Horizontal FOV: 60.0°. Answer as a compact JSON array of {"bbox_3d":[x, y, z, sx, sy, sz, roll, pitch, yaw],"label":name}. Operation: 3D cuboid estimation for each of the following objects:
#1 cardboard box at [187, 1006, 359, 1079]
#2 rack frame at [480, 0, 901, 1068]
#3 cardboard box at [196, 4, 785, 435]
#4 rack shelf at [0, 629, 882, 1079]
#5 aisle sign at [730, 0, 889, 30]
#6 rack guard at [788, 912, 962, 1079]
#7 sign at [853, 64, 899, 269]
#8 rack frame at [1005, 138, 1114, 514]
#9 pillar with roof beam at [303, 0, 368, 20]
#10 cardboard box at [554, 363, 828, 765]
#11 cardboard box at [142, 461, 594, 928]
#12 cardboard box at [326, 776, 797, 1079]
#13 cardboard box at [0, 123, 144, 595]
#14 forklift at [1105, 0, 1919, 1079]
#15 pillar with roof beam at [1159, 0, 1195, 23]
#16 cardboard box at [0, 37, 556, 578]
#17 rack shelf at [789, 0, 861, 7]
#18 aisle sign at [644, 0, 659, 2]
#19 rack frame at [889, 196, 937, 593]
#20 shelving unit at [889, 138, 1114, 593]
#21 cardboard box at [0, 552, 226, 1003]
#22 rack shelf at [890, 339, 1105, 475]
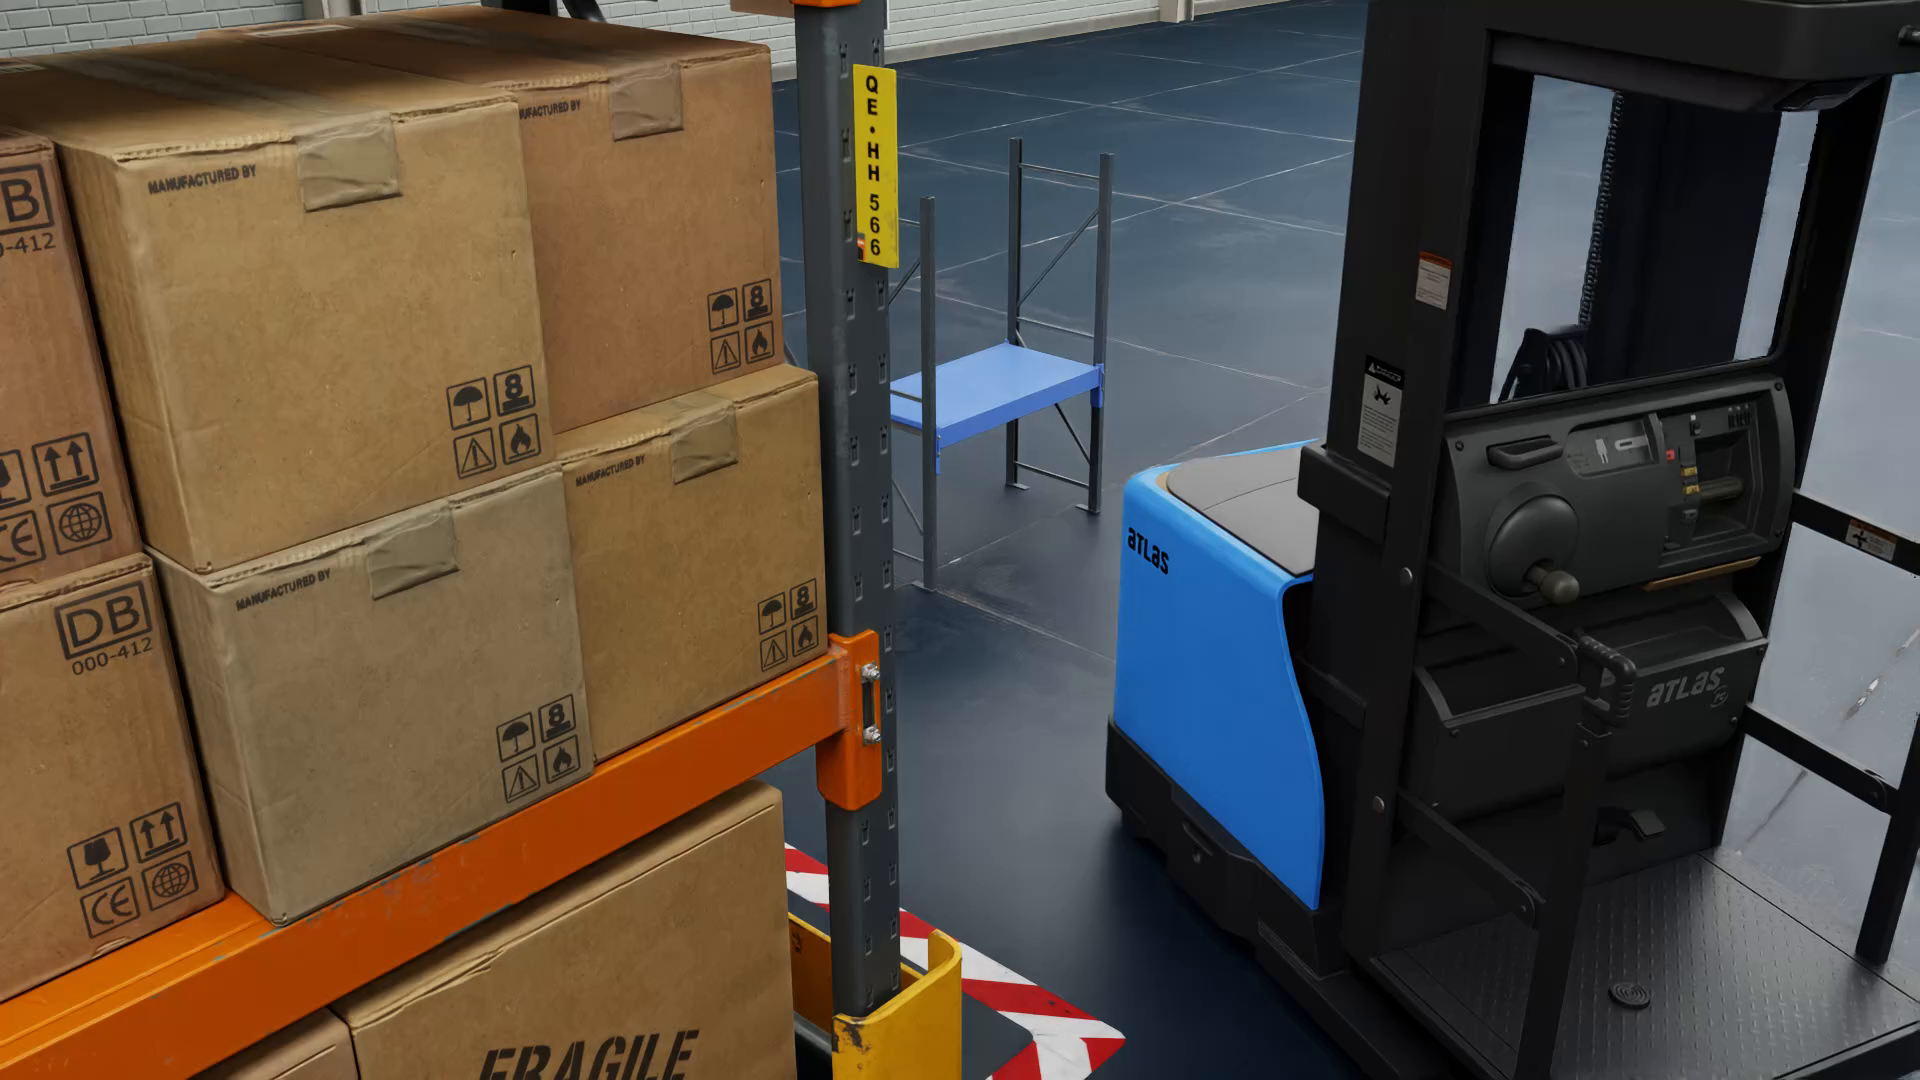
[{"bbox_3d":[-1.525,1.139,2.626,0.875,0.875,0.875,20,31,37],"label":"cardboard box"},{"bbox_3d":[-0.536,-0.132,3.378,1.000,3.000,0.127,20,31,38],"label":"rack frame"},{"bbox_3d":[-0.812,-0.591,2.898,0.875,0.550,0.550,20,31,38],"label":"cardboard box"},{"bbox_3d":[-1.871,0.806,2.166,1.077,0.370,4.000,20,31,38],"label":"rack shelf"},{"bbox_3d":[-0.265,-1.258,2.712,0.394,0.787,0.004,20,31,38],"label":"aisle sign"},{"bbox_3d":[-0.520,1.001,3.906,1.175,0.500,0.348,20,31,38],"label":"rack guard"},{"bbox_3d":[-0.141,-0.616,2.753,0.100,0.325,0.005,20,31,38],"label":"sign"},{"bbox_3d":[0.396,-0.865,6.847,0.500,1.500,0.032,20,31,38],"label":"rack frame"},{"bbox_3d":[-1.914,-6.231,9.648,9.100,9.000,0.400,20,31,38],"label":"pillar with roof beam"},{"bbox_3d":[-0.750,-0.075,3.068,0.875,0.550,0.550,20,31,38],"label":"cardboard box"},{"bbox_3d":[-1.100,0.099,2.680,0.875,0.550,0.550,20,31,38],"label":"cardboard box"},{"bbox_3d":[-0.939,0.871,3.226,0.875,0.875,0.875,20,31,38],"label":"cardboard box"},{"bbox_3d":[-1.586,-0.264,2.170,0.875,0.550,0.550,20,31,38],"label":"cardboard box"},{"bbox_3d":[1.501,-0.079,3.344,1.130,2.935,3.031,-11,26,-22],"label":"forklift"},{"bbox_3d":[6.095,-9.887,17.802,9.100,9.000,0.400,20,31,38],"label":"pillar with roof beam"},{"bbox_3d":[-1.111,-0.398,2.468,0.875,0.550,0.550,20,31,38],"label":"cardboard box"},{"bbox_3d":[-1.871,-0.563,1.552,1.077,0.370,4.000,20,31,38],"label":"rack shelf"},{"bbox_3d":[-0.712,-1.422,3.077,0.394,0.787,0.004,20,31,38],"label":"aisle sign"},{"bbox_3d":[-0.282,-0.555,6.156,0.500,1.500,0.032,20,31,38],"label":"rack frame"},{"bbox_3d":[0.057,-0.710,6.501,0.538,1.500,1.048,20,31,38],"label":"shelving unit"},{"bbox_3d":[-1.568,0.235,2.376,0.875,0.550,0.550,20,31,38],"label":"cardboard box"},{"bbox_3d":[0.057,-0.546,6.575,0.538,0.185,1.000,20,31,38],"label":"rack shelf"}]
